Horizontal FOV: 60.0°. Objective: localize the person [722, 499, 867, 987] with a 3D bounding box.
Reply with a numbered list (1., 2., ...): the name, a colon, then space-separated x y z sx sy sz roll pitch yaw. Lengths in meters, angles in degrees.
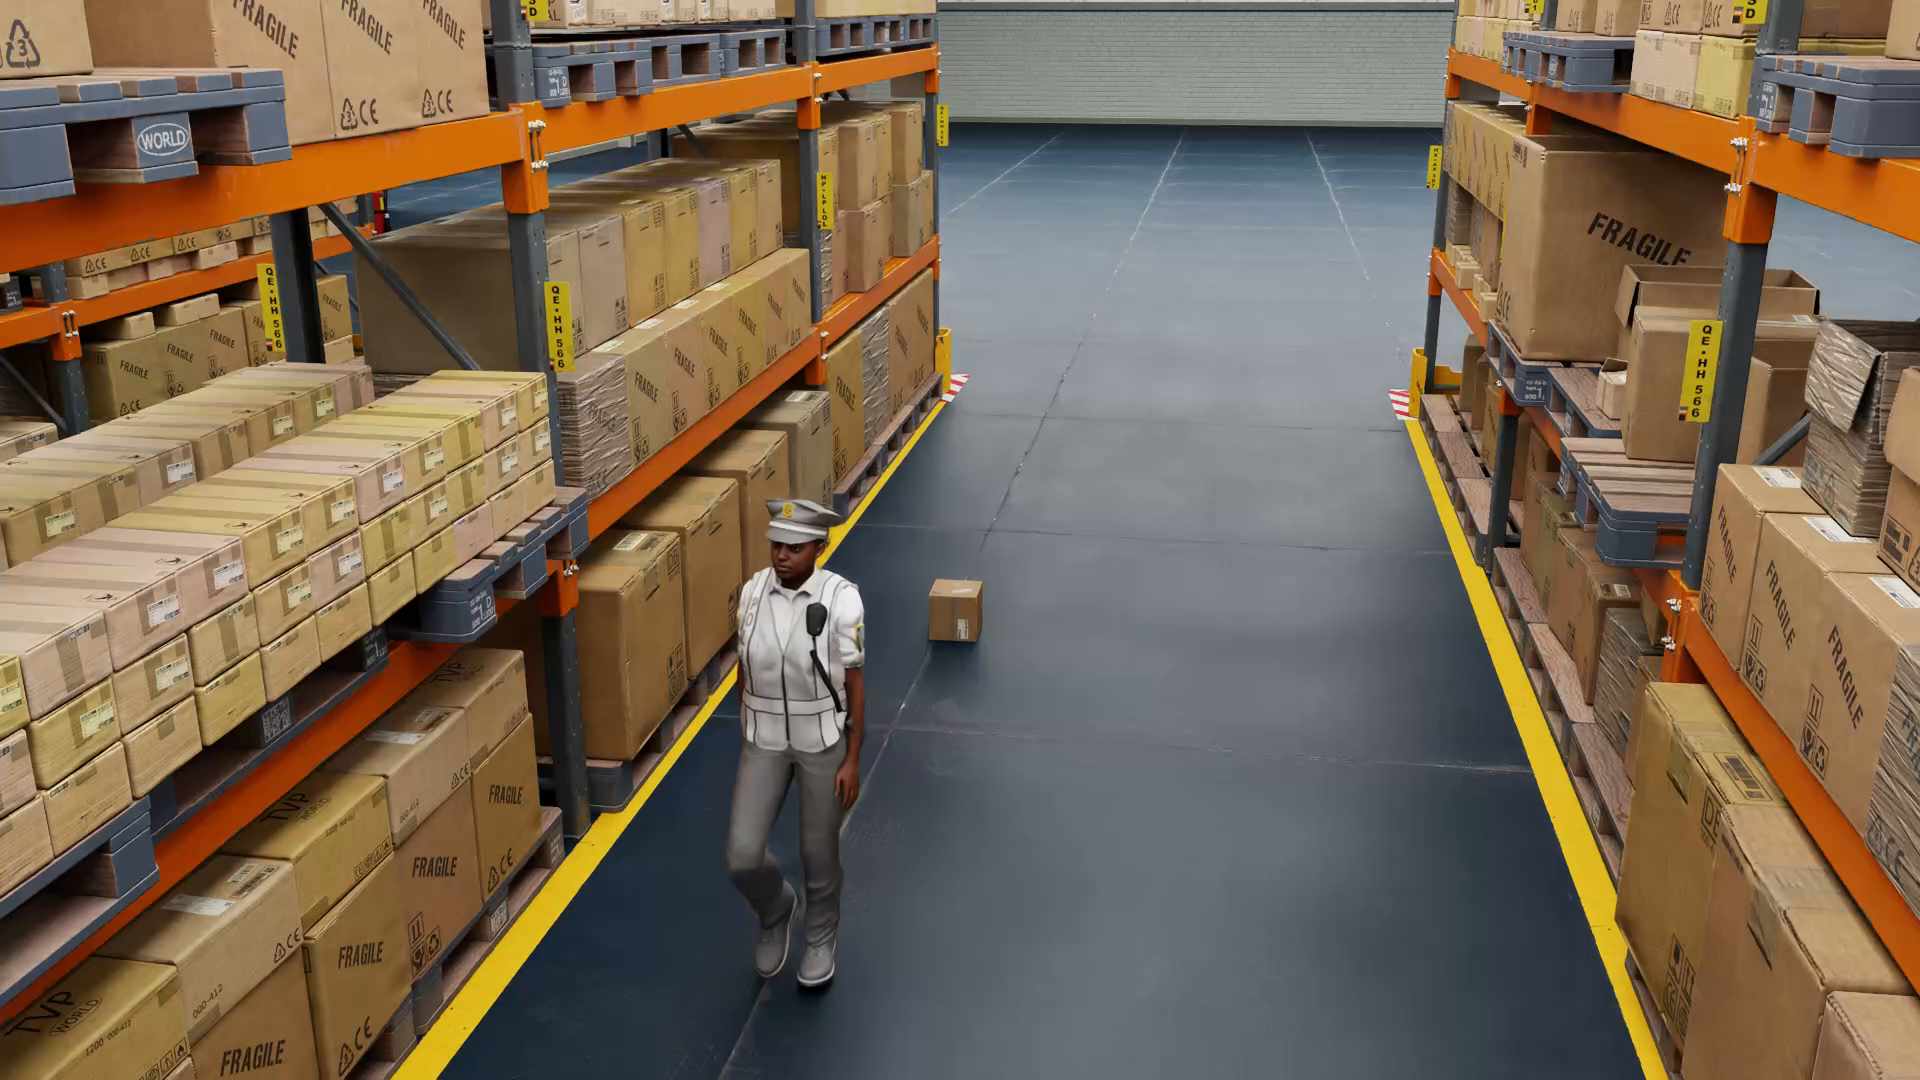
1. person: -0.531 0.685 5.359 0.454 1.706 0.431 4 18 11
